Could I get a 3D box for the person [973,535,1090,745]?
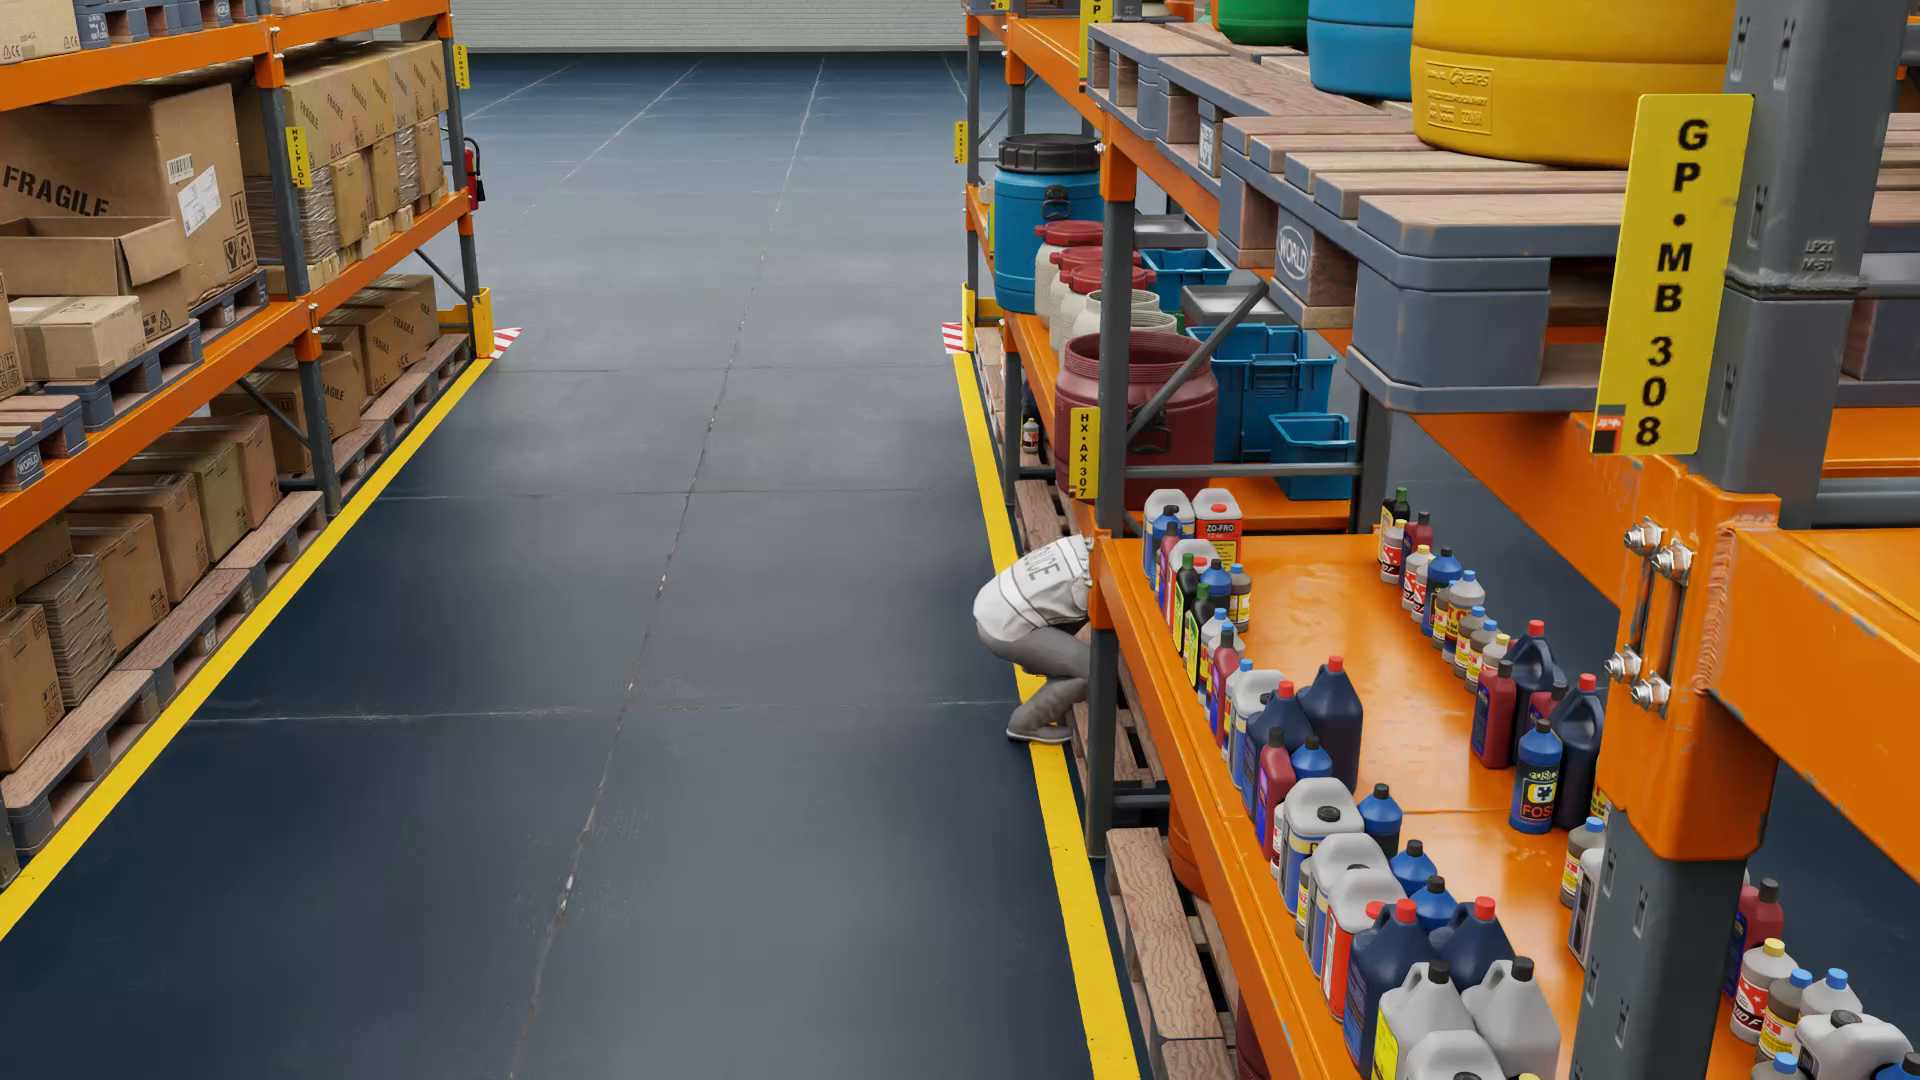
[{"bbox_3d":[0.502,0.370,7.124,0.886,0.944,0.479,1,21,2],"label":"person"}]
